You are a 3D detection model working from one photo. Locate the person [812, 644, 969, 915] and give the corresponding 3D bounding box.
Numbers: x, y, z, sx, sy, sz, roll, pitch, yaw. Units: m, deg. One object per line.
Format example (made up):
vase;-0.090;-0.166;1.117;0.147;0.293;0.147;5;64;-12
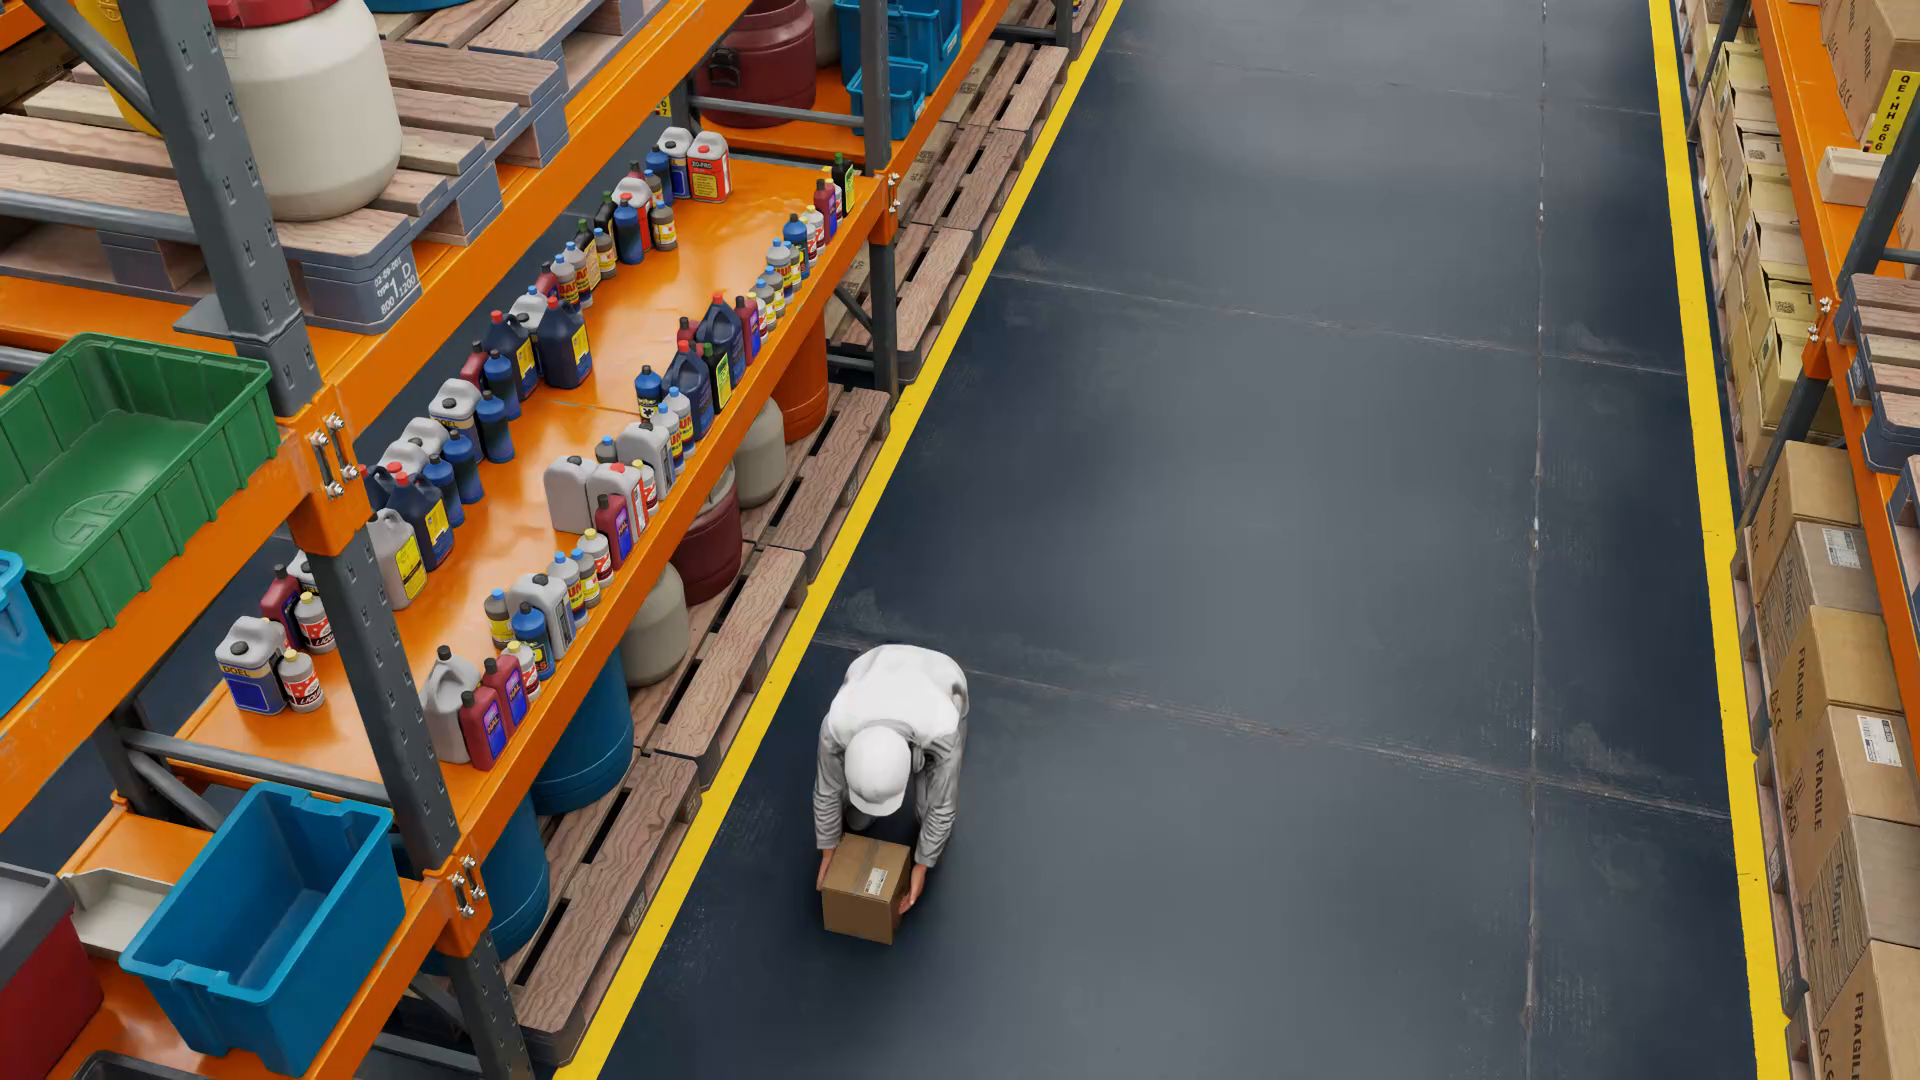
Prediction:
person;-0.231;0.772;5.892;0.538;0.930;0.913;10;42;11
